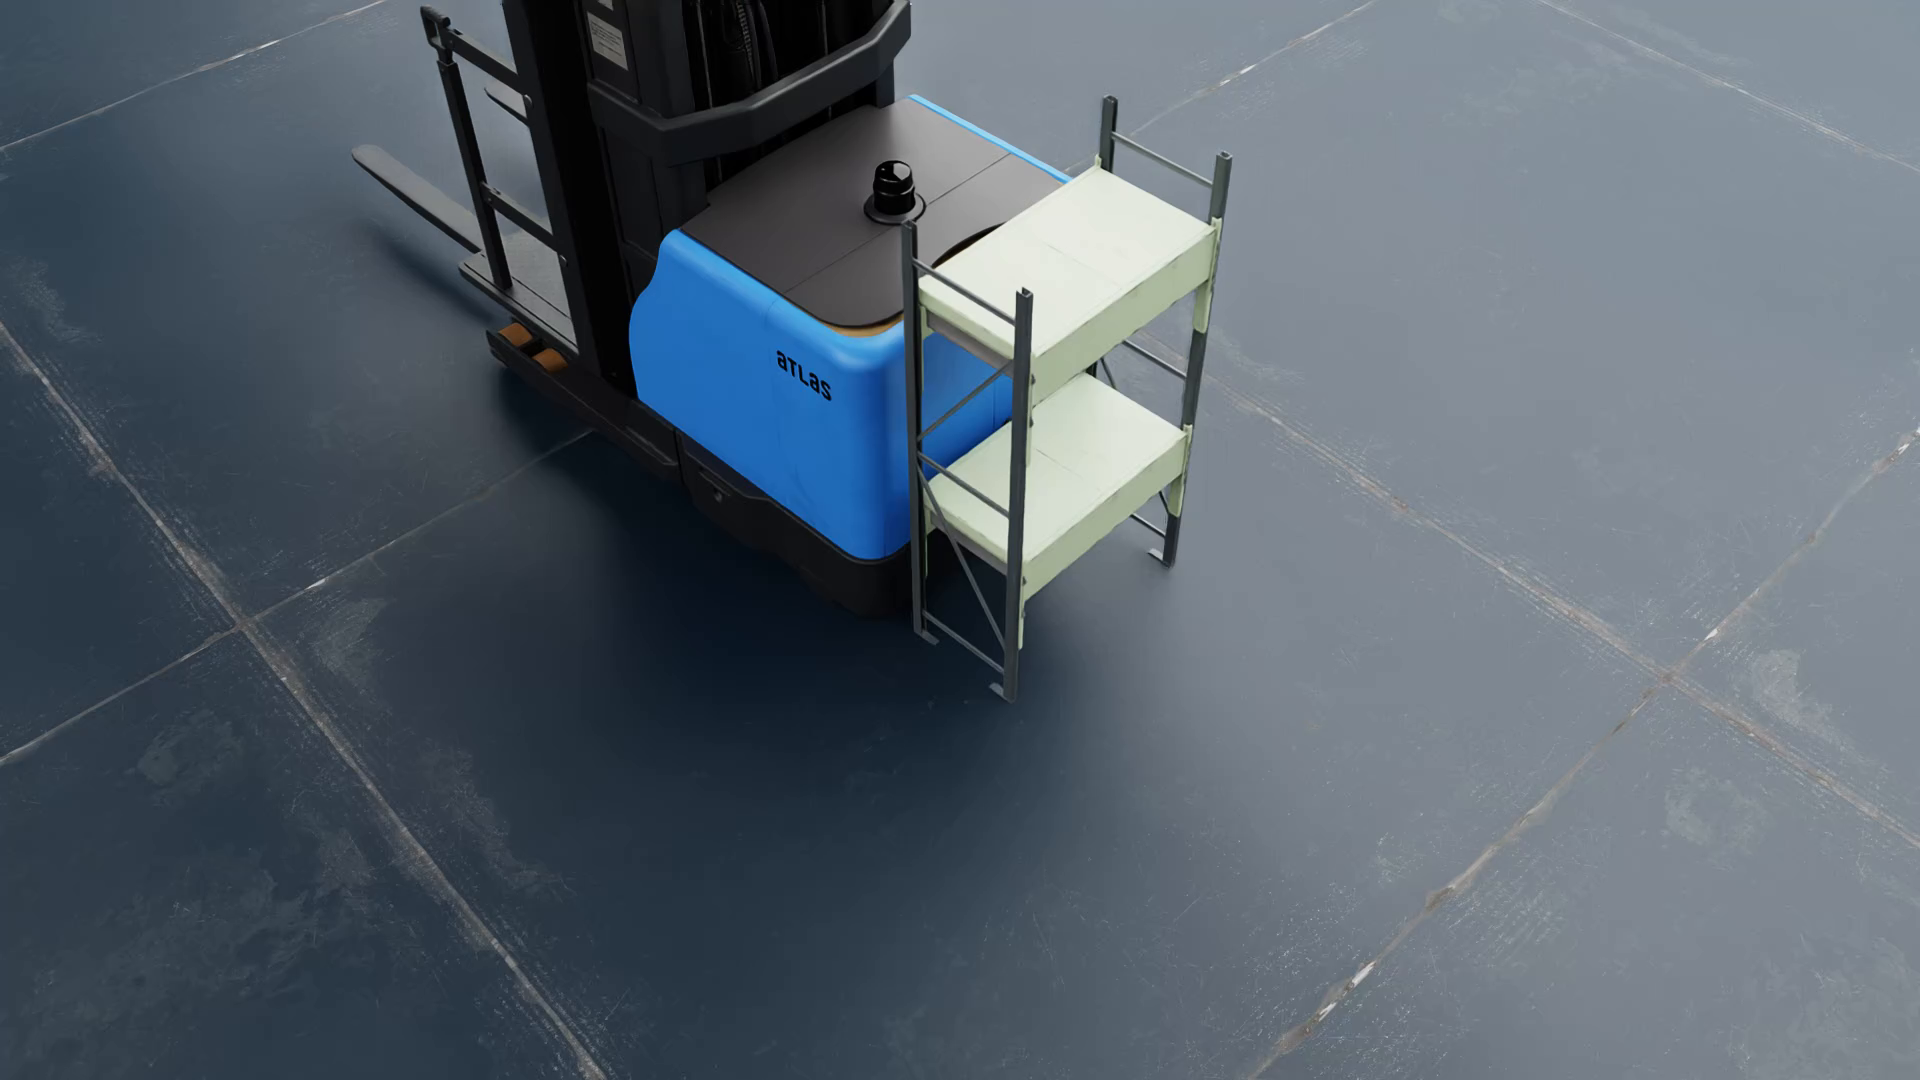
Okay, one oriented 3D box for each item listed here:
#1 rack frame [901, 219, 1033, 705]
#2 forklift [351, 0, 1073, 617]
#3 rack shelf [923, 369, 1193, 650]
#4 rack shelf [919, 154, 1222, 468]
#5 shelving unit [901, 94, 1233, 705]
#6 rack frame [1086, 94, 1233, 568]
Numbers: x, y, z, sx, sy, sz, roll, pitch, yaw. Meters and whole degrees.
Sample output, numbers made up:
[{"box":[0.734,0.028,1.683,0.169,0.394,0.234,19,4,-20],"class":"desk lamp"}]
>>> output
[{"box":[0.013,-0.140,4.358,0.400,1.500,0.023,35,56,28],"class":"rack frame"},{"box":[-0.988,-1.729,4.851,3.031,2.935,1.130,35,56,28],"class":"forklift"},{"box":[0.265,-0.113,4.778,0.431,0.370,0.720,35,56,28],"class":"rack shelf"},{"box":[0.265,-0.599,4.251,0.431,0.370,0.720,35,56,28],"class":"rack shelf"},{"box":[0.265,-0.334,4.538,0.431,1.500,0.755,35,56,28],"class":"shelving unit"},{"box":[0.518,-0.529,4.718,0.400,1.500,0.023,35,56,28],"class":"rack frame"}]
